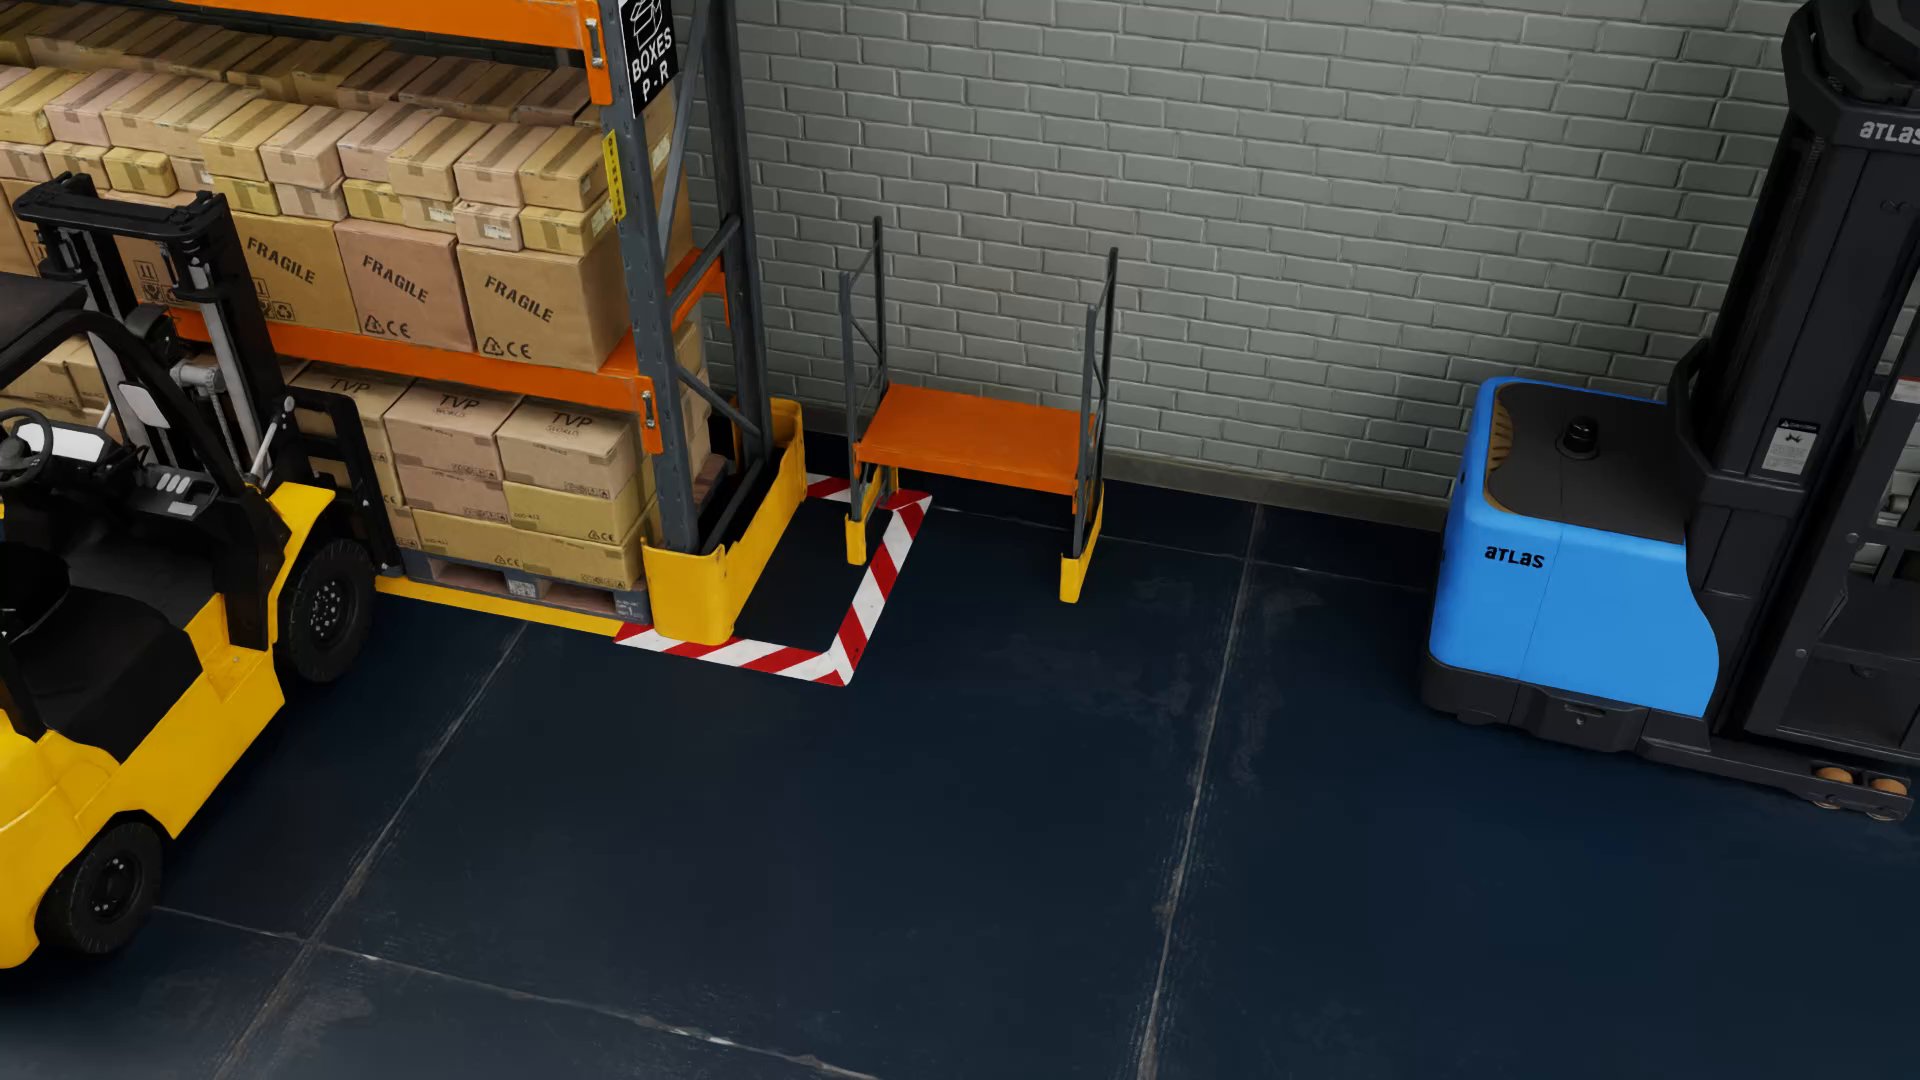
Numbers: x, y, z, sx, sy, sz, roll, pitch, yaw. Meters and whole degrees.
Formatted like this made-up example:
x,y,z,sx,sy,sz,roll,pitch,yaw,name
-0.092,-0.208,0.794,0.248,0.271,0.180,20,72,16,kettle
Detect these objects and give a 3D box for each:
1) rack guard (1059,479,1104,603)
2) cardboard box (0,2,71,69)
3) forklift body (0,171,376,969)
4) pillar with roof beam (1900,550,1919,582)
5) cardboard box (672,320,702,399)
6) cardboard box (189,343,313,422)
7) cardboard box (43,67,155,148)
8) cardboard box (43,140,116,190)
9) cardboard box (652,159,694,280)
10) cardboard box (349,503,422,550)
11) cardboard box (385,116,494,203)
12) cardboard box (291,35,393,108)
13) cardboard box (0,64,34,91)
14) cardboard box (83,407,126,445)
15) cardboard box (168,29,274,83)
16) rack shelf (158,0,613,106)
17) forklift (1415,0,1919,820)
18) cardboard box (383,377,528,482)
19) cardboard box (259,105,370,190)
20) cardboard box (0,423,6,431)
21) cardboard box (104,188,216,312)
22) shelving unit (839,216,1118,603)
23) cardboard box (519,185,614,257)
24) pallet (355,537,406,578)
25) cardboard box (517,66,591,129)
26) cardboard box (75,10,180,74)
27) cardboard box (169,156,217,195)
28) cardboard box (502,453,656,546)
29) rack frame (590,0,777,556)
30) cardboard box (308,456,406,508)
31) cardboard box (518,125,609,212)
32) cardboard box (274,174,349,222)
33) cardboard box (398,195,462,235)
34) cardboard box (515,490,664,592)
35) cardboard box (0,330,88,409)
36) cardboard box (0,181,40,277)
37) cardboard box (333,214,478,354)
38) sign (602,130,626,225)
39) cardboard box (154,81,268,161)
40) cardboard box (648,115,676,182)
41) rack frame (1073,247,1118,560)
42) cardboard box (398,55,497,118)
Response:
x,y,z,sx,sy,sz,roll,pitch,yaw,name
0.555,0.000,7.556,0.087,0.250,0.587,10,41,11,rack guard
-4.047,-2.173,7.192,0.250,0.149,0.380,9,41,11,cardboard box
-3.364,0.067,5.997,1.214,2.155,2.313,10,41,11,forklift body
3.183,-0.377,1.202,0.400,9.000,9.100,10,41,11,pillar with roof beam
-1.476,-0.764,7.361,0.500,0.250,0.500,9,41,11,cardboard box
-3.058,-0.697,7.282,0.500,0.250,0.500,9,41,11,cardboard box
-3.428,-1.739,6.675,0.250,0.149,0.380,10,41,11,cardboard box
-3.455,-1.580,6.717,0.250,0.149,0.380,9,41,10,cardboard box
-1.467,-1.369,6.970,0.500,0.500,0.500,11,41,13,cardboard box
-2.555,-0.243,7.518,0.500,0.250,0.500,10,41,12,cardboard box
-1.967,-1.453,6.335,0.250,0.149,0.380,11,41,12,cardboard box
-2.557,-1.948,6.924,0.250,0.149,0.380,9,41,10,cardboard box
-3.946,-1.773,6.716,0.250,0.149,0.380,11,41,12,cardboard box
-3.567,-0.595,7.549,0.500,0.250,0.500,9,41,11,cardboard box
-3.073,-1.982,6.964,0.250,0.149,0.380,11,41,13,cardboard box
-2.992,-2.282,6.361,4.000,0.370,1.077,10,41,11,rack shelf
3.462,-0.420,5.970,3.031,2.935,1.130,11,41,13,forklift
-2.081,-0.531,7.083,0.500,0.250,0.500,10,41,12,cardboard box
-2.469,-1.515,6.409,0.250,0.149,0.380,11,41,13,cardboard box
-4.537,-0.768,7.755,0.500,0.250,0.500,10,41,11,cardboard box
-3.086,-1.287,6.872,0.500,0.500,0.500,10,41,12,cardboard box
0.074,-0.562,7.253,1.083,1.500,0.587,10,41,11,shelving unit
-1.468,-1.246,6.319,0.250,0.149,0.380,10,41,12,cardboard box
-2.985,-0.313,7.959,1.213,0.211,1.003,10,41,11,pallet
-1.570,-1.748,6.686,0.250,0.149,0.380,11,41,13,cardboard box
-3.544,-2.115,7.122,0.250,0.149,0.380,9,41,11,cardboard box
-2.931,-1.542,6.671,0.250,0.149,0.380,10,41,11,cardboard box
-1.611,-0.262,7.152,0.500,0.250,0.500,9,41,11,cardboard box
-1.060,-1.076,6.699,0.127,3.000,1.000,10,41,11,rack frame
-2.597,-0.425,7.346,0.500,0.250,0.500,9,41,10,cardboard box
-1.461,-1.405,6.277,0.250,0.149,0.380,10,41,12,cardboard box
-2.464,-1.415,6.520,0.250,0.149,0.380,9,41,10,cardboard box
-1.957,-1.351,6.445,0.250,0.149,0.380,10,41,12,cardboard box
-1.596,-0.066,7.307,0.500,0.250,0.500,10,41,12,cardboard box
-4.047,-0.865,7.482,0.500,0.250,0.500,10,41,11,cardboard box
-4.056,-1.467,7.086,0.500,0.500,0.500,10,41,12,cardboard box
-2.102,-1.125,6.679,0.500,0.500,0.500,11,41,13,cardboard box
-1.214,-1.275,5.851,0.005,0.325,0.100,10,41,11,sign
-2.944,-1.656,6.577,0.250,0.149,0.380,10,41,12,cardboard box
-1.321,-1.580,6.717,0.250,0.149,0.380,9,41,10,cardboard box
0.574,-0.476,7.150,0.032,1.500,0.500,10,41,11,rack frame
-2.068,-1.815,6.765,0.250,0.149,0.380,10,41,12,cardboard box
